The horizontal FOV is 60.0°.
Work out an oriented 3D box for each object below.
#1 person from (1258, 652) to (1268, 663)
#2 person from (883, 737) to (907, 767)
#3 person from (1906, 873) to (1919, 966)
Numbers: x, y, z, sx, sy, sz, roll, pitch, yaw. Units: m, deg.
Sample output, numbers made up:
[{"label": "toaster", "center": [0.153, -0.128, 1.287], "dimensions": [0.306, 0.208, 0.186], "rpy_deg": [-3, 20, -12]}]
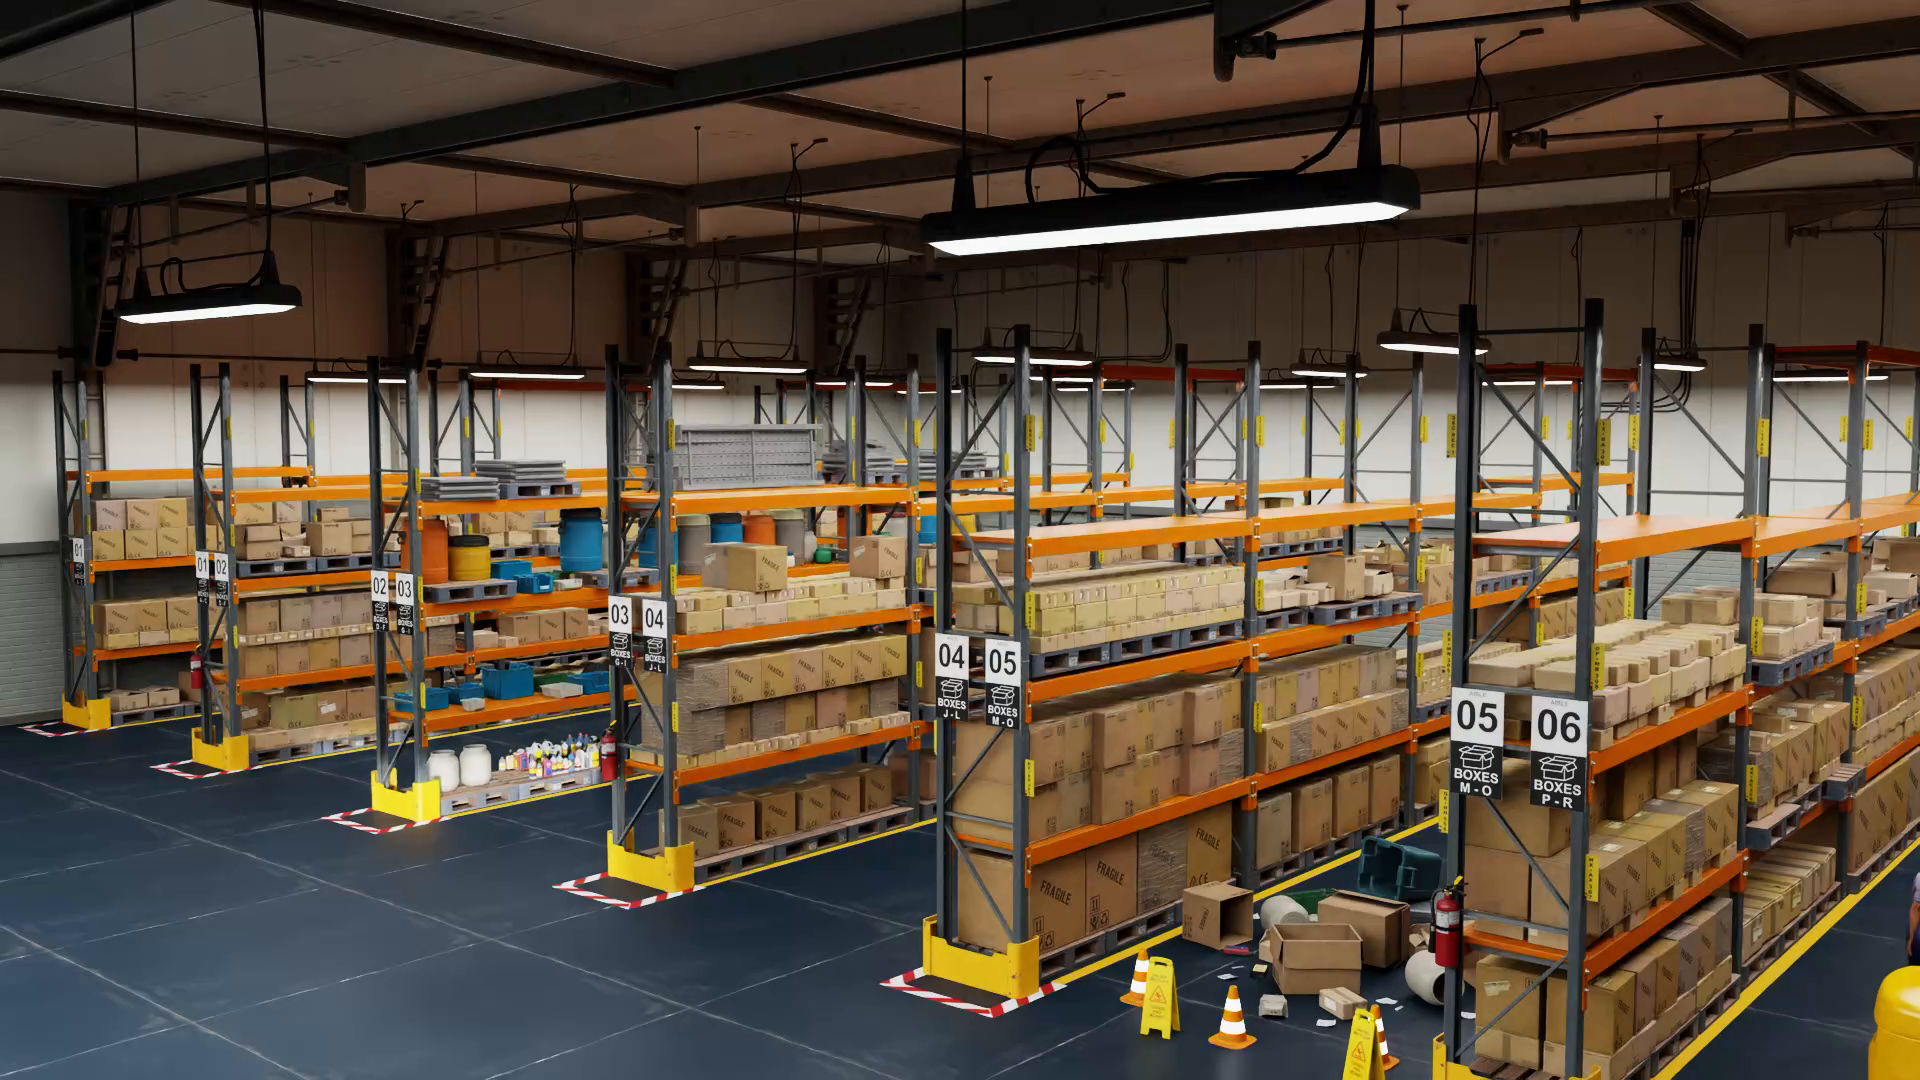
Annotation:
[{"label": "person", "center": [4.479, 2.506, 24.990], "dimensions": [0.542, 1.809, 0.602], "rpy_deg": [3, 5, 34]}, {"label": "person", "center": [-0.910, 2.581, 24.243], "dimensions": [0.819, 1.663, 0.521], "rpy_deg": [-3, 5, -40]}, {"label": "person", "center": [8.148, 3.375, 13.872], "dimensions": [0.496, 1.695, 0.606], "rpy_deg": [3, 5, 35]}]
